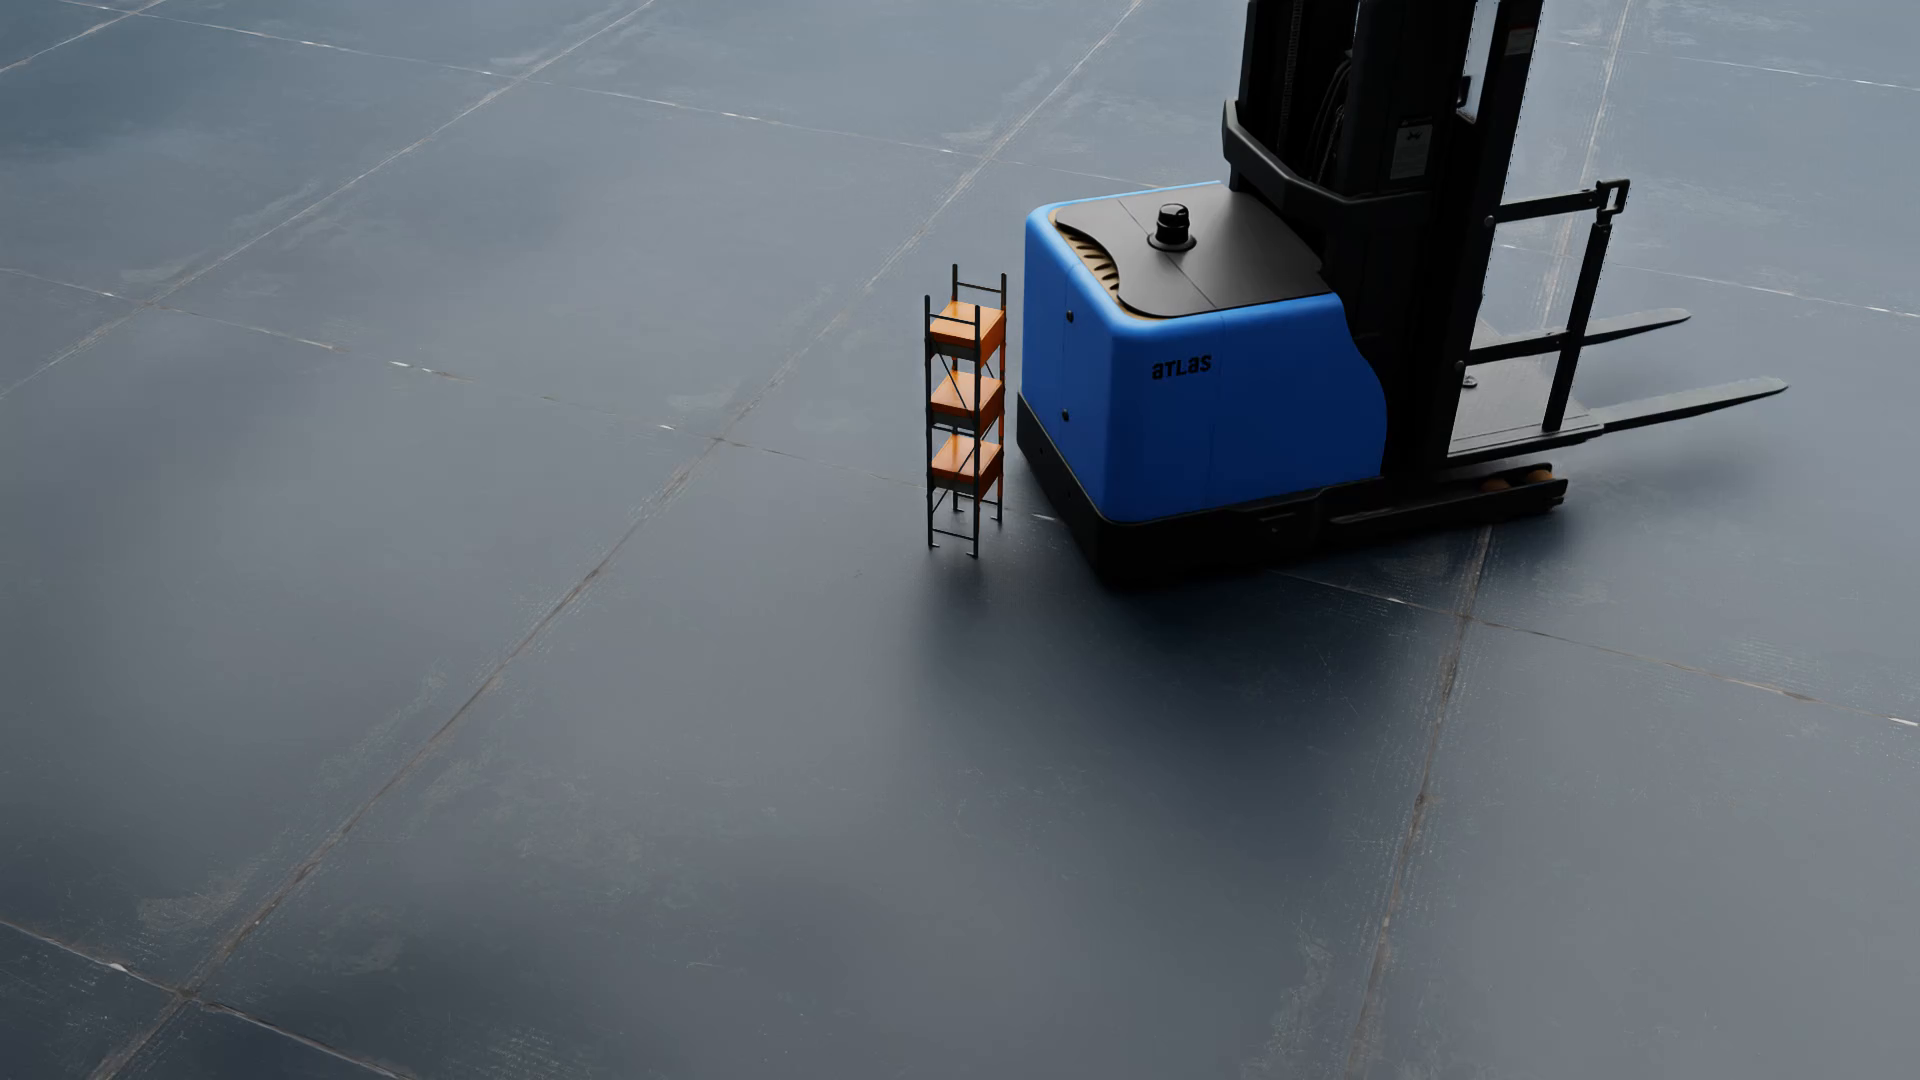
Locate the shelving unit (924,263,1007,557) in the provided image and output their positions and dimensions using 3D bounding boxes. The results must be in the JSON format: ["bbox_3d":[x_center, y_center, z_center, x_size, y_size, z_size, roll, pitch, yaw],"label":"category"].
[{"bbox_3d":[0.020,-0.450,5.975,0.215,1.050,0.252,14,39,18],"label":"shelving unit"}]

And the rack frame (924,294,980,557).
[{"bbox_3d":[-0.026,-0.383,5.885,0.200,1.050,0.008,14,39,18],"label":"rack frame"}]

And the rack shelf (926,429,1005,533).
[{"bbox_3d":[0.020,-0.219,6.148,0.215,0.259,0.240,14,39,18],"label":"rack shelf"}]

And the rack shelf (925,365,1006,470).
[{"bbox_3d":[0.020,-0.442,5.982,0.215,0.259,0.240,14,39,18],"label":"rack shelf"}]

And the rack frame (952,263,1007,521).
[{"bbox_3d":[0.067,-0.518,6.066,0.200,1.050,0.008,14,39,18],"label":"rack frame"}]

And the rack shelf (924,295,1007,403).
[{"bbox_3d":[0.020,-0.669,5.812,0.215,0.259,0.240,14,39,18],"label":"rack shelf"}]

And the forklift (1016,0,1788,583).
[{"bbox_3d":[1.801,-1.531,5.851,3.031,2.935,1.130,-11,38,-14],"label":"forklift"}]
